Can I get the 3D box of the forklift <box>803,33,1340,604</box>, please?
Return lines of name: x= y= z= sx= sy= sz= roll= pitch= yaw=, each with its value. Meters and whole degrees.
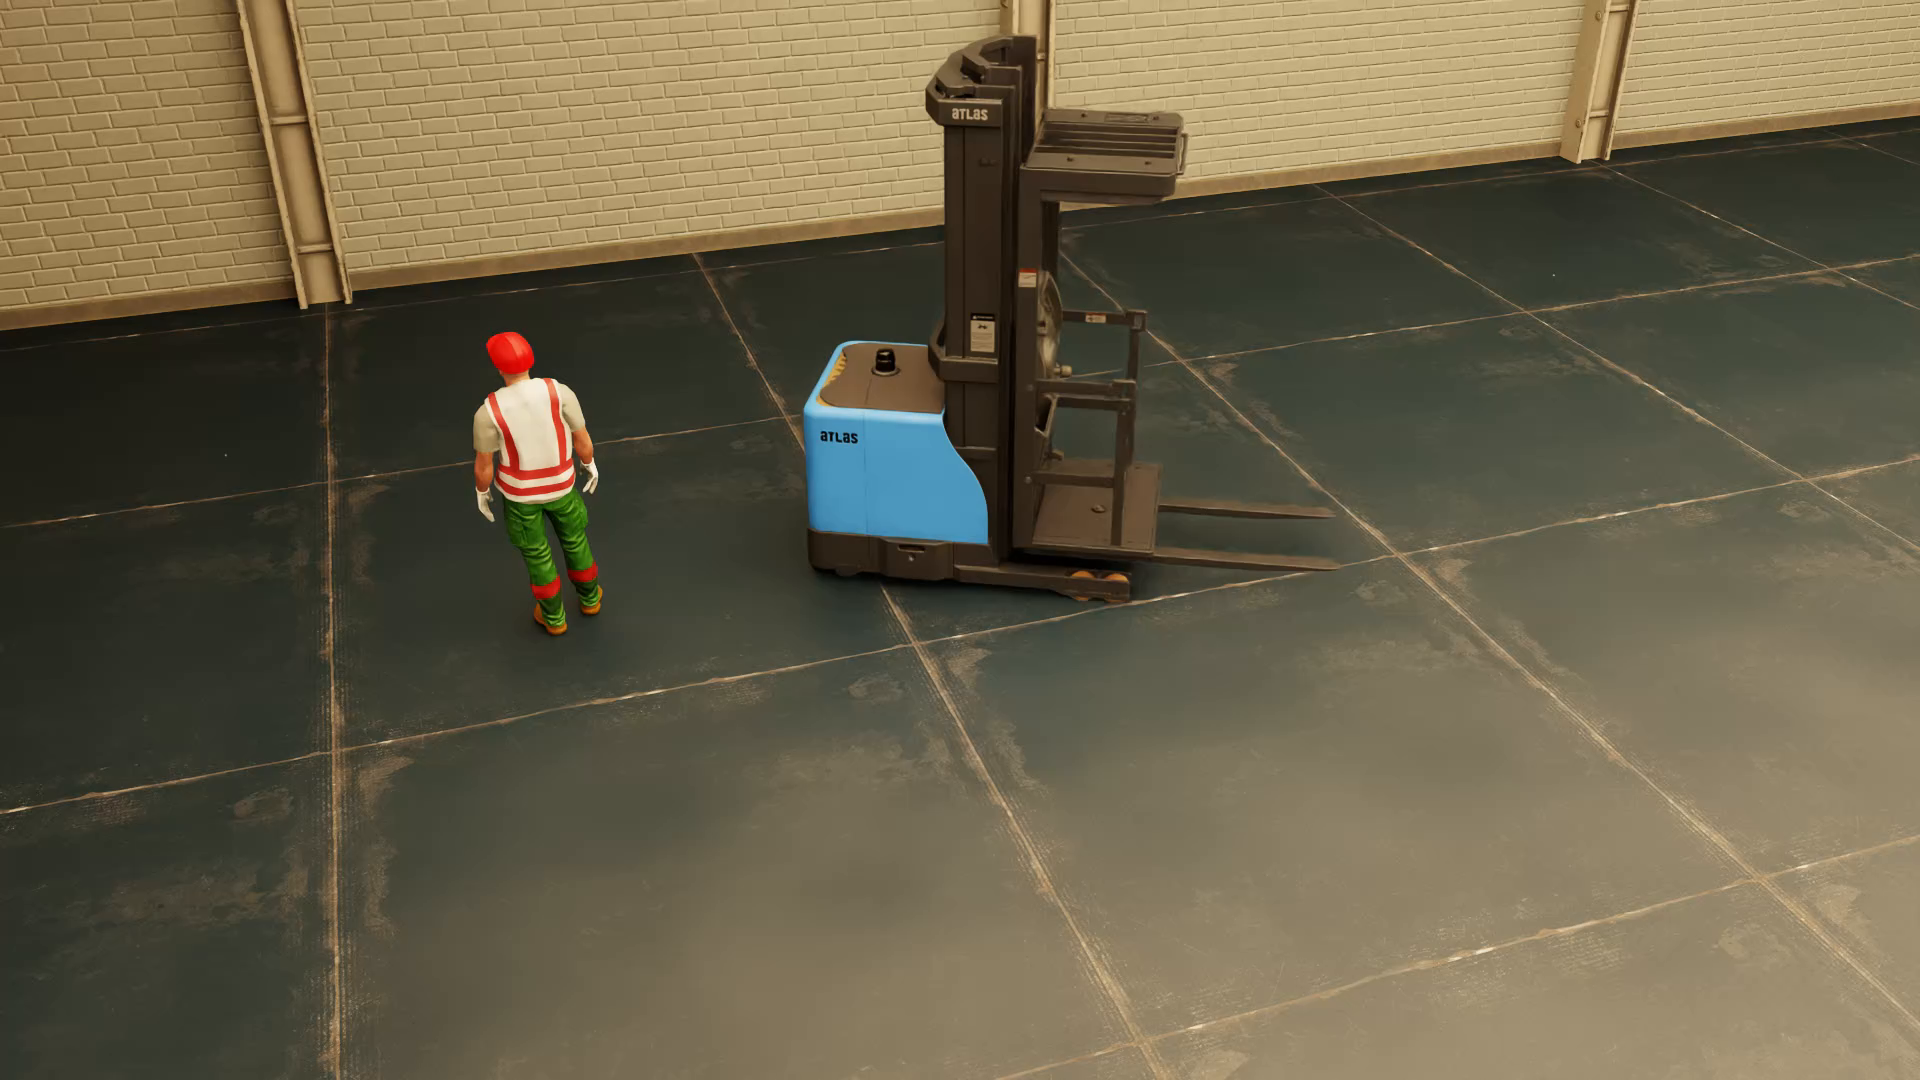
forklift: x=0.681 y=-1.195 z=9.164 sx=3.031 sy=2.935 sz=1.130 roll=4 pitch=30 yaw=8

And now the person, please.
person: x=-2.237 y=-0.319 z=8.772 sx=0.638 sy=1.786 sz=0.566 roll=-13 pitch=32 yaw=-21
